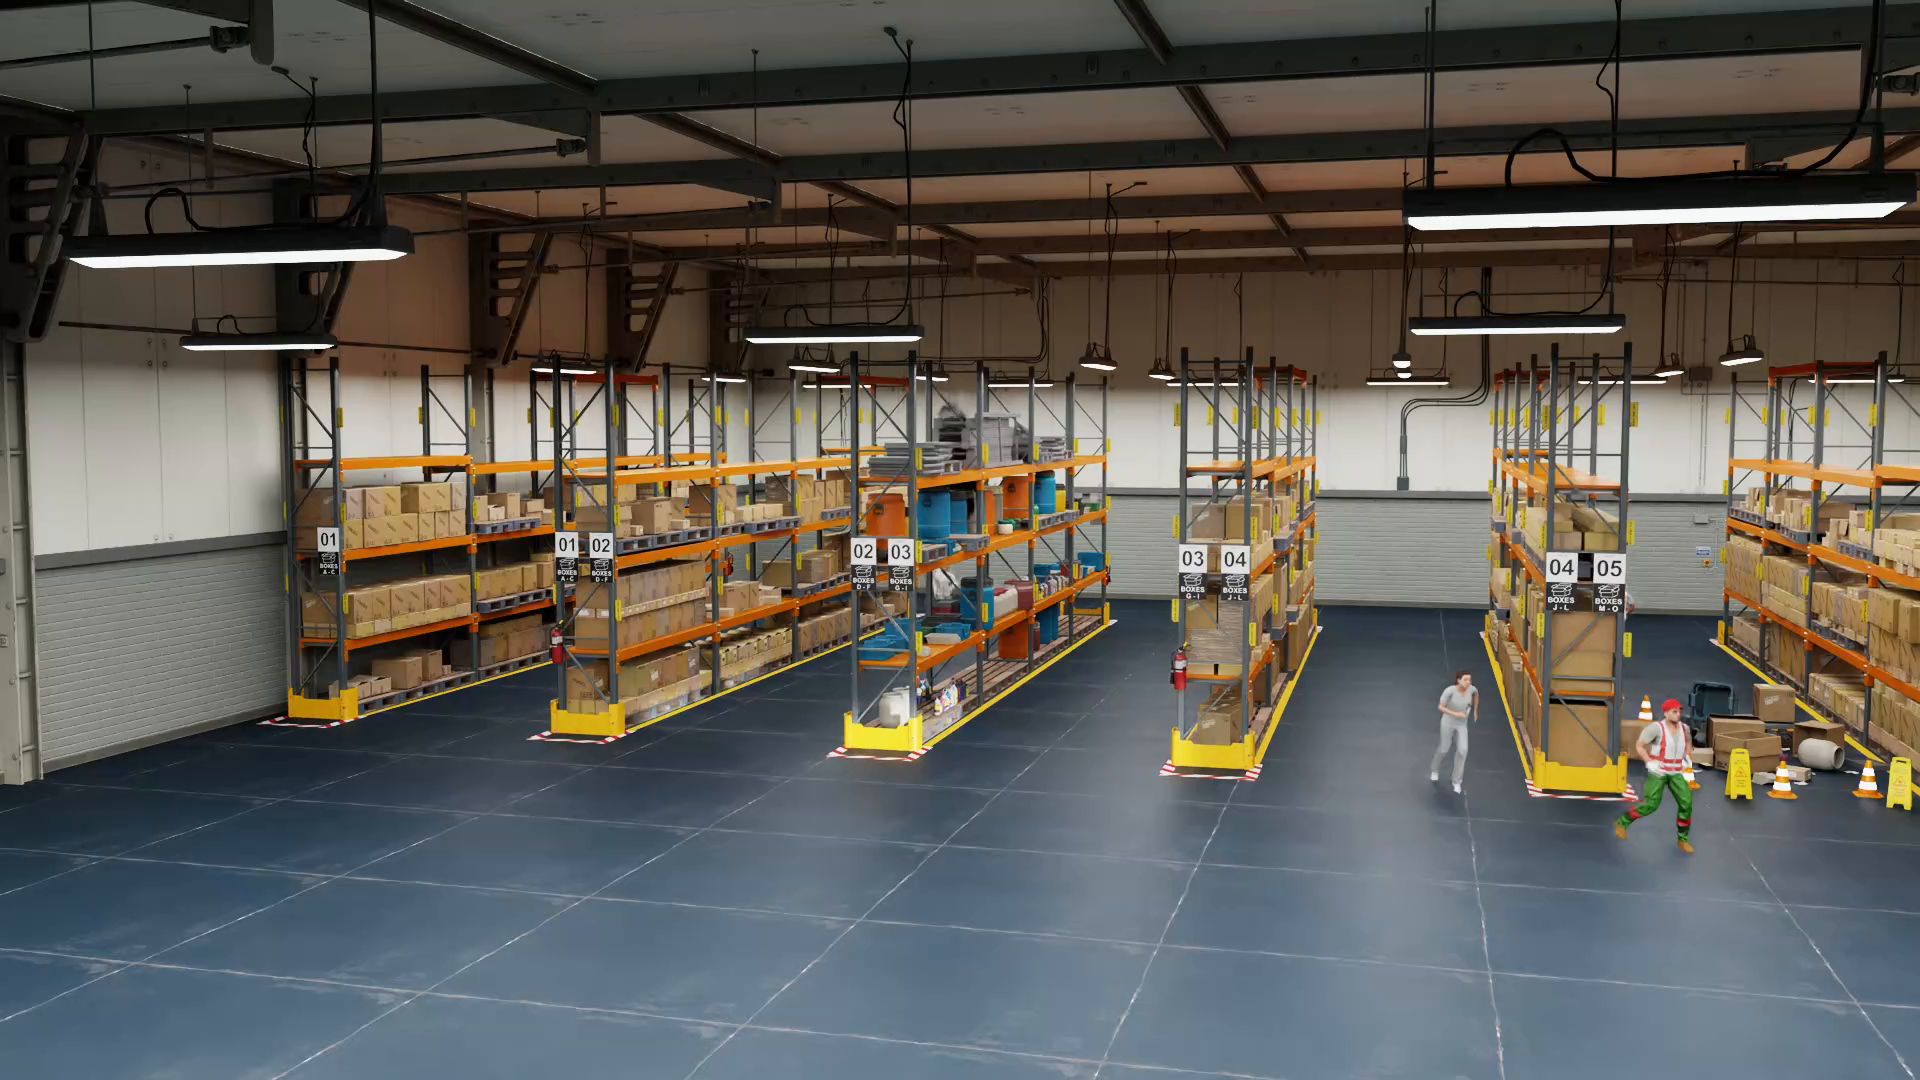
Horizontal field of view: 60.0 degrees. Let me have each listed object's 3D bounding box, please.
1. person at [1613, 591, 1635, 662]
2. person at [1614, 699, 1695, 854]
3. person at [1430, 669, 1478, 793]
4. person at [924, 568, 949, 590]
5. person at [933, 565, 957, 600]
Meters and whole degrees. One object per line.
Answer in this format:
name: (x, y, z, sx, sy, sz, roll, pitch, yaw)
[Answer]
person: (13.428, 1.635, 33.984, 0.669, 1.748, 0.601, 1, 4, 9)
person: (8.165, 2.725, 19.350, 0.885, 1.778, 0.732, -1, 4, -18)
person: (6.727, 2.563, 22.554, 0.624, 1.695, 0.848, 0, 4, -6)
person: (-0.534, 1.113, 42.431, 0.722, 1.650, 0.755, 4, 6, 43)
person: (-0.364, 1.307, 39.020, 0.613, 1.659, 0.665, 0, 4, 5)
